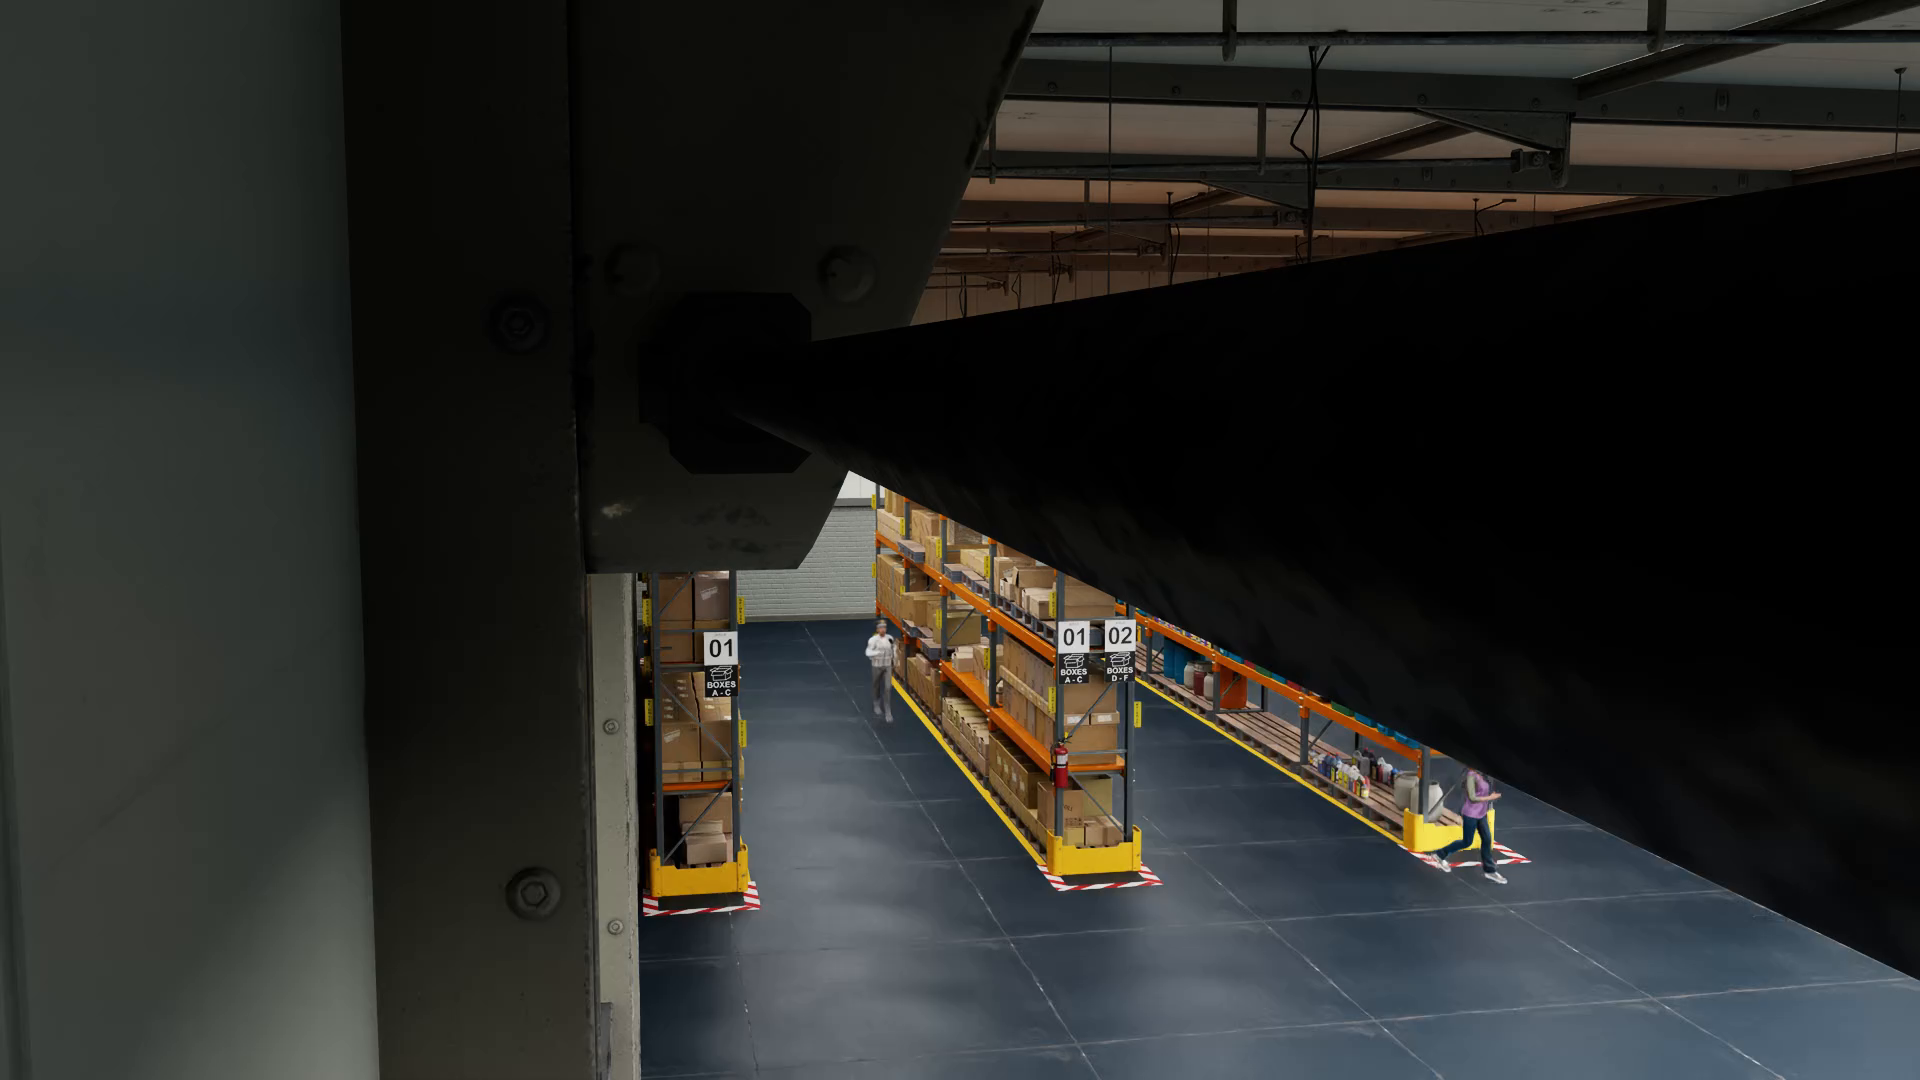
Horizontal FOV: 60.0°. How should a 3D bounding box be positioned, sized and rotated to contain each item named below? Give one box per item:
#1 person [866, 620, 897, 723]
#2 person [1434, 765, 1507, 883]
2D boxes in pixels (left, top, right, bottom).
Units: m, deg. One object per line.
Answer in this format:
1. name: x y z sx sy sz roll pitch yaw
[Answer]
1. person: -1.353 2.266 29.057 0.596 1.757 0.703 -1 6 -14
2. person: 6.340 3.421 20.583 0.885 1.580 0.543 4 7 32
